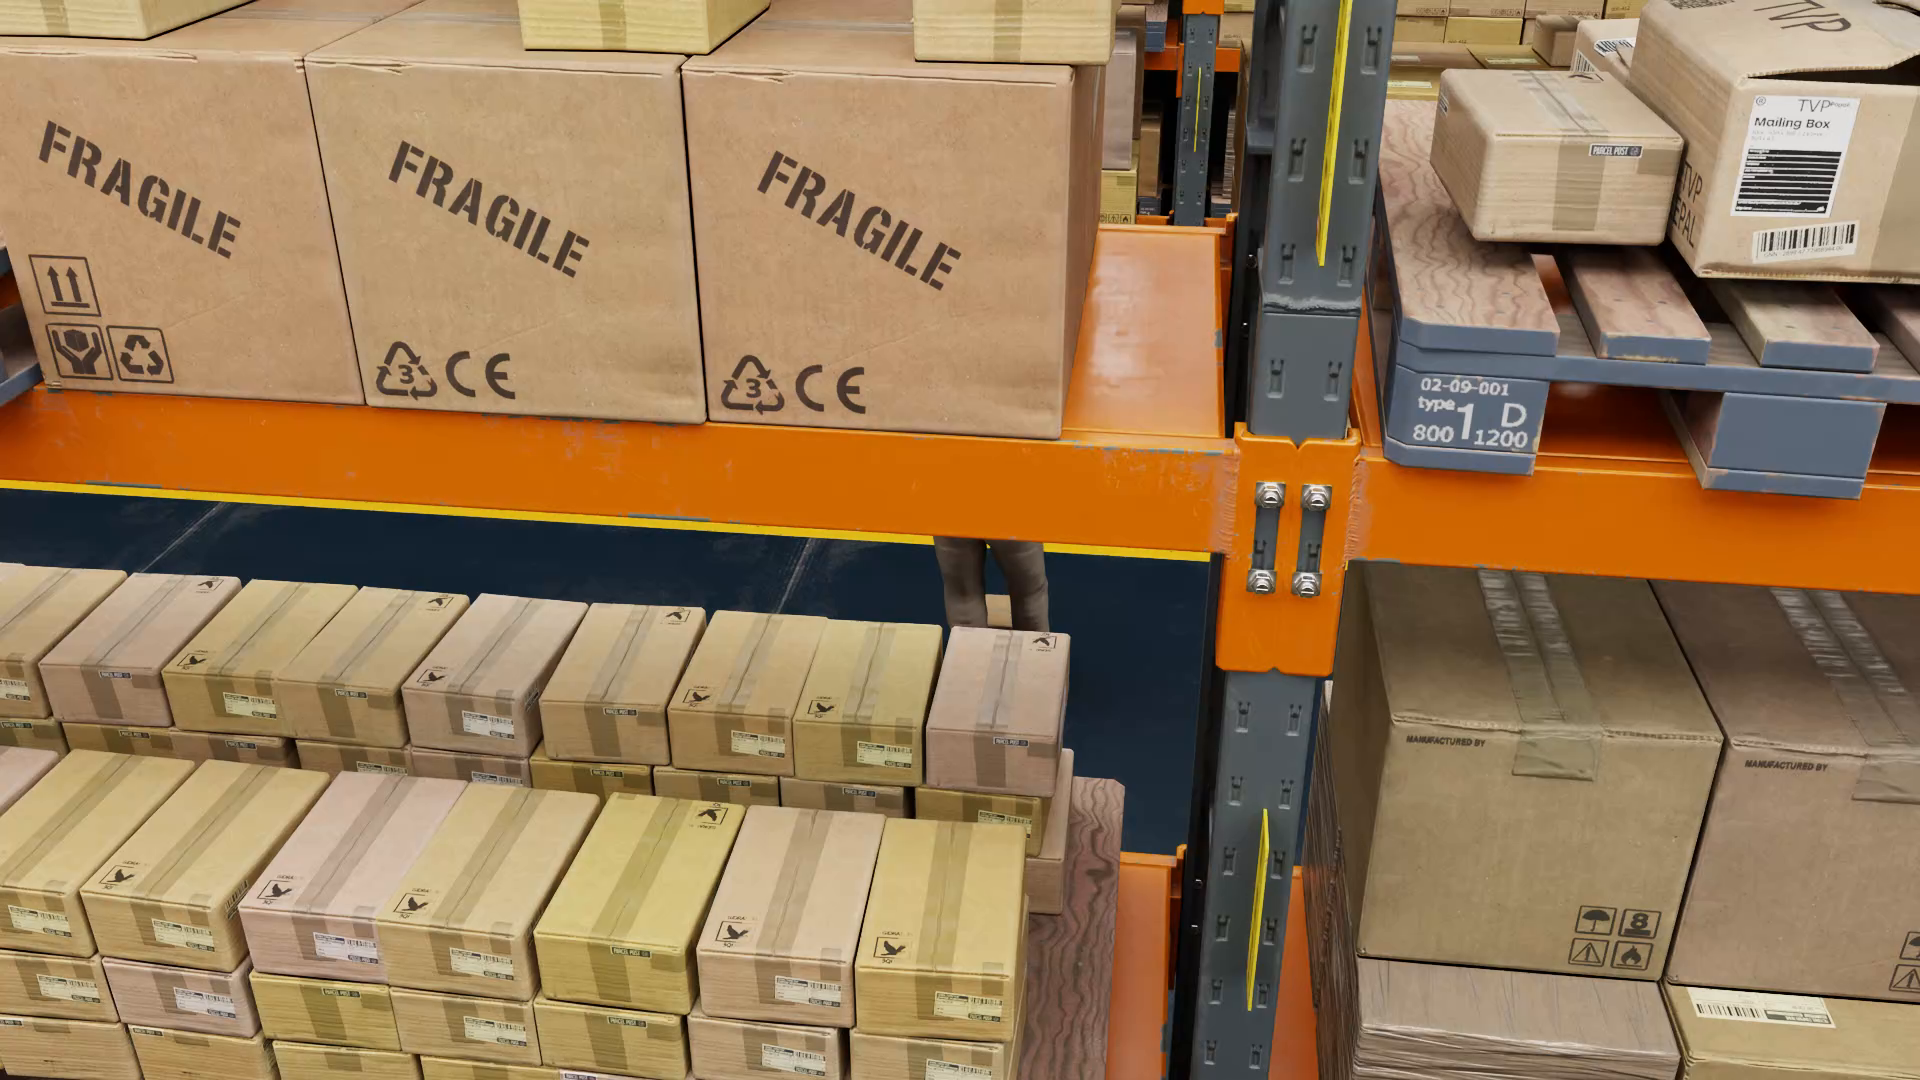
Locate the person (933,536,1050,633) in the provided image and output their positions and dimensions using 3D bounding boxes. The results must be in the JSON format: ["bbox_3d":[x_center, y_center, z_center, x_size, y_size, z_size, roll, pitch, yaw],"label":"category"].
[{"bbox_3d":[0.109,-0.164,6.429,0.642,1.726,0.550,3,28,6],"label":"person"}]
